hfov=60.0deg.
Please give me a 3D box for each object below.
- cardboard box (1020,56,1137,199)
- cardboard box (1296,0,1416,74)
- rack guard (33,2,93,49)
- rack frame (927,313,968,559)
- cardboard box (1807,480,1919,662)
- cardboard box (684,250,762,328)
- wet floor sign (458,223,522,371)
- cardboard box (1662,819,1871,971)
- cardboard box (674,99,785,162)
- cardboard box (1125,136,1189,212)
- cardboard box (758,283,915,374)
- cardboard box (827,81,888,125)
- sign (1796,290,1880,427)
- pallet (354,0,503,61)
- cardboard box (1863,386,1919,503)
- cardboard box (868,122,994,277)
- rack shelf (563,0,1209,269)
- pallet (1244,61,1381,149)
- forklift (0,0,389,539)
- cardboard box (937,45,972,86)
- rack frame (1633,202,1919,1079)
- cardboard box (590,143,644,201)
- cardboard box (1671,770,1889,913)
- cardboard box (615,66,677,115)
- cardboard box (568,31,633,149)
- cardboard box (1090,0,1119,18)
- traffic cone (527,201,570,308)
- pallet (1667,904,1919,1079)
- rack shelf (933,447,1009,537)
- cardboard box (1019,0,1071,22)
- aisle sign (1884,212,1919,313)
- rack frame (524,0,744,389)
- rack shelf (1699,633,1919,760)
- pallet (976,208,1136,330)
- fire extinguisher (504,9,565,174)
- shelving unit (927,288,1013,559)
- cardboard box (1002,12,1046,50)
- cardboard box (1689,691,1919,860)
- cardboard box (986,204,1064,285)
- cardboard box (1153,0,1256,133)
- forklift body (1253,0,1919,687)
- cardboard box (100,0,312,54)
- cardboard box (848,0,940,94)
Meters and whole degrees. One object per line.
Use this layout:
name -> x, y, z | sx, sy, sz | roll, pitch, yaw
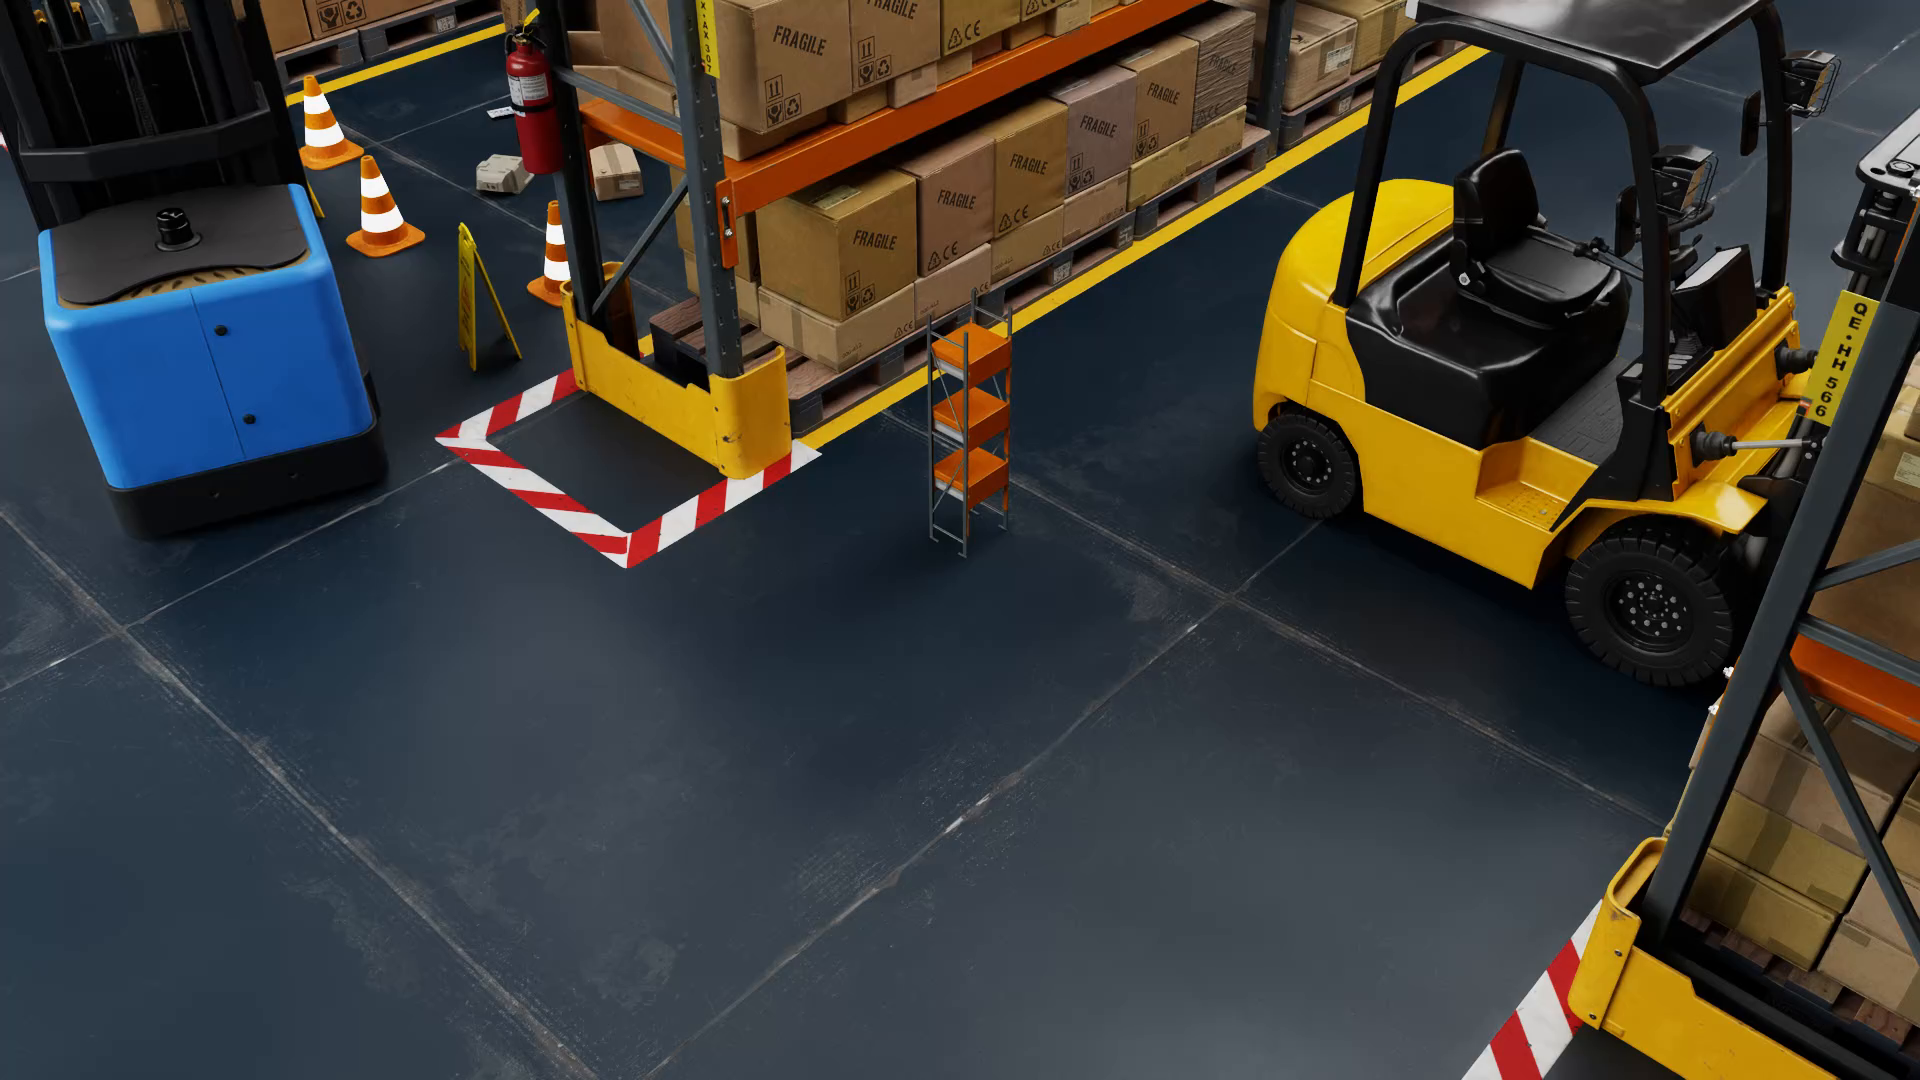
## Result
cardboard box -> 0.509, -2.068, 8.210 | 0.500, 0.500, 0.500 | -31, 48, -33
cardboard box -> 2.230, -3.250, 10.201 | 0.625, 0.372, 0.950 | -31, 48, -33
rack guard -> -5.042, -2.745, 9.801 | 1.175, 0.500, 0.348 | 30, 47, 32
rack frame -> -0.046, -0.379, 6.384 | 0.200, 1.050, 0.008 | 30, 47, 32
cardboard box -> 2.501, 0.004, 4.254 | 0.500, 0.500, 0.500 | 29, 47, 31
cardboard box -> -0.940, -1.286, 7.829 | 0.500, 0.250, 0.500 | 29, 47, 32
wet floor sign -> -2.221, -1.143, 7.669 | 0.232, 0.644, 0.267 | -18, 42, -21
cardboard box -> 2.447, 0.943, 5.026 | 0.500, 0.250, 0.500 | 30, 47, 32
cardboard box -> -0.921, -1.674, 6.646 | 0.380, 0.149, 0.250 | 30, 47, 32
cardboard box -> 0.843, -1.995, 8.721 | 0.500, 0.250, 0.500 | 28, 46, 31
cardboard box -> -0.555, -1.045, 7.526 | 0.500, 0.250, 0.500 | 29, 47, 32
cardboard box -> -0.523, -1.883, 6.910 | 0.380, 0.149, 0.250 | 28, 46, 31
sign -> 1.972, -0.400, 3.723 | 0.100, 0.325, 0.005 | 30, 47, 32
pallet -> -3.721, -3.601, 11.109 | 1.003, 0.211, 1.213 | 30, 47, 32
cardboard box -> 2.390, -0.190, 3.978 | 0.380, 0.149, 0.250 | 30, 48, 32
cardboard box -> -0.190, -1.592, 7.611 | 0.500, 0.500, 0.500 | 28, 46, 30
rack shelf -> 0.046, -2.340, 7.861 | 1.077, 0.370, 4.000 | 30, 47, 32
pallet -> 1.919, -2.807, 10.111 | 1.003, 0.211, 1.213 | 30, 47, 32
forklift -> -3.494, -2.063, 6.989 | 1.130, 2.935, 3.031 | -16, 41, -20
cardboard box -> -0.168, -2.114, 7.200 | 0.380, 0.149, 0.250 | 31, 48, 33
rack frame -> 2.363, 0.380, 3.862 | 1.000, 3.000, 0.127 | 30, 47, 32
cardboard box -> -1.911, -2.037, 9.192 | 0.250, 0.149, 0.380 | -11, 40, -14
cardboard box -> 2.461, 0.741, 4.878 | 0.500, 0.250, 0.500 | 29, 47, 31
cardboard box -> -1.209, -1.866, 6.888 | 0.380, 0.149, 0.250 | 31, 48, 33
cardboard box -> -1.987, -2.596, 9.610 | 0.797, 0.503, 0.637 | 2, 39, 2
cardboard box -> 0.526, -2.593, 7.803 | 0.380, 0.149, 0.250 | 29, 47, 31
traffic cone -> -1.965, -1.449, 8.200 | 0.336, 0.463, 0.334 | 30, 47, 32
pallet -> 2.848, 1.102, 5.194 | 1.003, 0.211, 1.213 | 30, 47, 32
rack shelf -> 0.036, -0.210, 6.634 | 0.215, 0.259, 0.240 | 30, 47, 32
cardboard box -> 0.248, -2.670, 7.379 | 0.500, 0.500, 0.500 | 29, 47, 31
aisle sign -> 2.102, -0.731, 3.170 | 0.394, 0.787, 0.004 | 30, 47, 32
rack frame -> -1.303, -1.703, 6.481 | 1.000, 3.000, 0.127 | 30, 47, 32
rack shelf -> 3.712, -0.257, 5.242 | 1.077, 0.370, 4.000 | 30, 47, 32
pallet -> 0.145, -1.562, 8.545 | 1.003, 0.211, 1.213 | 30, 47, 32
fire extinguisher -> -1.721, -1.813, 6.683 | 0.296, 0.674, 0.183 | 30, 47, 32
shelving unit -> 0.036, -0.435, 6.454 | 0.215, 1.050, 0.252 | 30, 47, 32
cardboard box -> 0.166, -2.369, 7.521 | 0.380, 0.149, 0.250 | 28, 46, 31
cardboard box -> 2.444, 0.558, 4.707 | 0.500, 0.250, 0.500 | 31, 48, 33
cardboard box -> 0.154, -1.533, 8.139 | 0.500, 0.250, 0.500 | -31, 48, -33
cardboard box -> 1.194, -2.538, 8.800 | 0.500, 0.500, 0.500 | 29, 47, 31
forklift body -> 2.296, -0.925, 6.185 | 2.313, 2.155, 1.214 | 30, 47, 32
cardboard box -> -4.617, -3.407, 9.994 | 0.875, 0.875, 0.875 | 30, 47, 32
cardboard box -> -0.432, -2.199, 6.786 | 0.500, 0.500, 0.500 | 31, 48, 33
